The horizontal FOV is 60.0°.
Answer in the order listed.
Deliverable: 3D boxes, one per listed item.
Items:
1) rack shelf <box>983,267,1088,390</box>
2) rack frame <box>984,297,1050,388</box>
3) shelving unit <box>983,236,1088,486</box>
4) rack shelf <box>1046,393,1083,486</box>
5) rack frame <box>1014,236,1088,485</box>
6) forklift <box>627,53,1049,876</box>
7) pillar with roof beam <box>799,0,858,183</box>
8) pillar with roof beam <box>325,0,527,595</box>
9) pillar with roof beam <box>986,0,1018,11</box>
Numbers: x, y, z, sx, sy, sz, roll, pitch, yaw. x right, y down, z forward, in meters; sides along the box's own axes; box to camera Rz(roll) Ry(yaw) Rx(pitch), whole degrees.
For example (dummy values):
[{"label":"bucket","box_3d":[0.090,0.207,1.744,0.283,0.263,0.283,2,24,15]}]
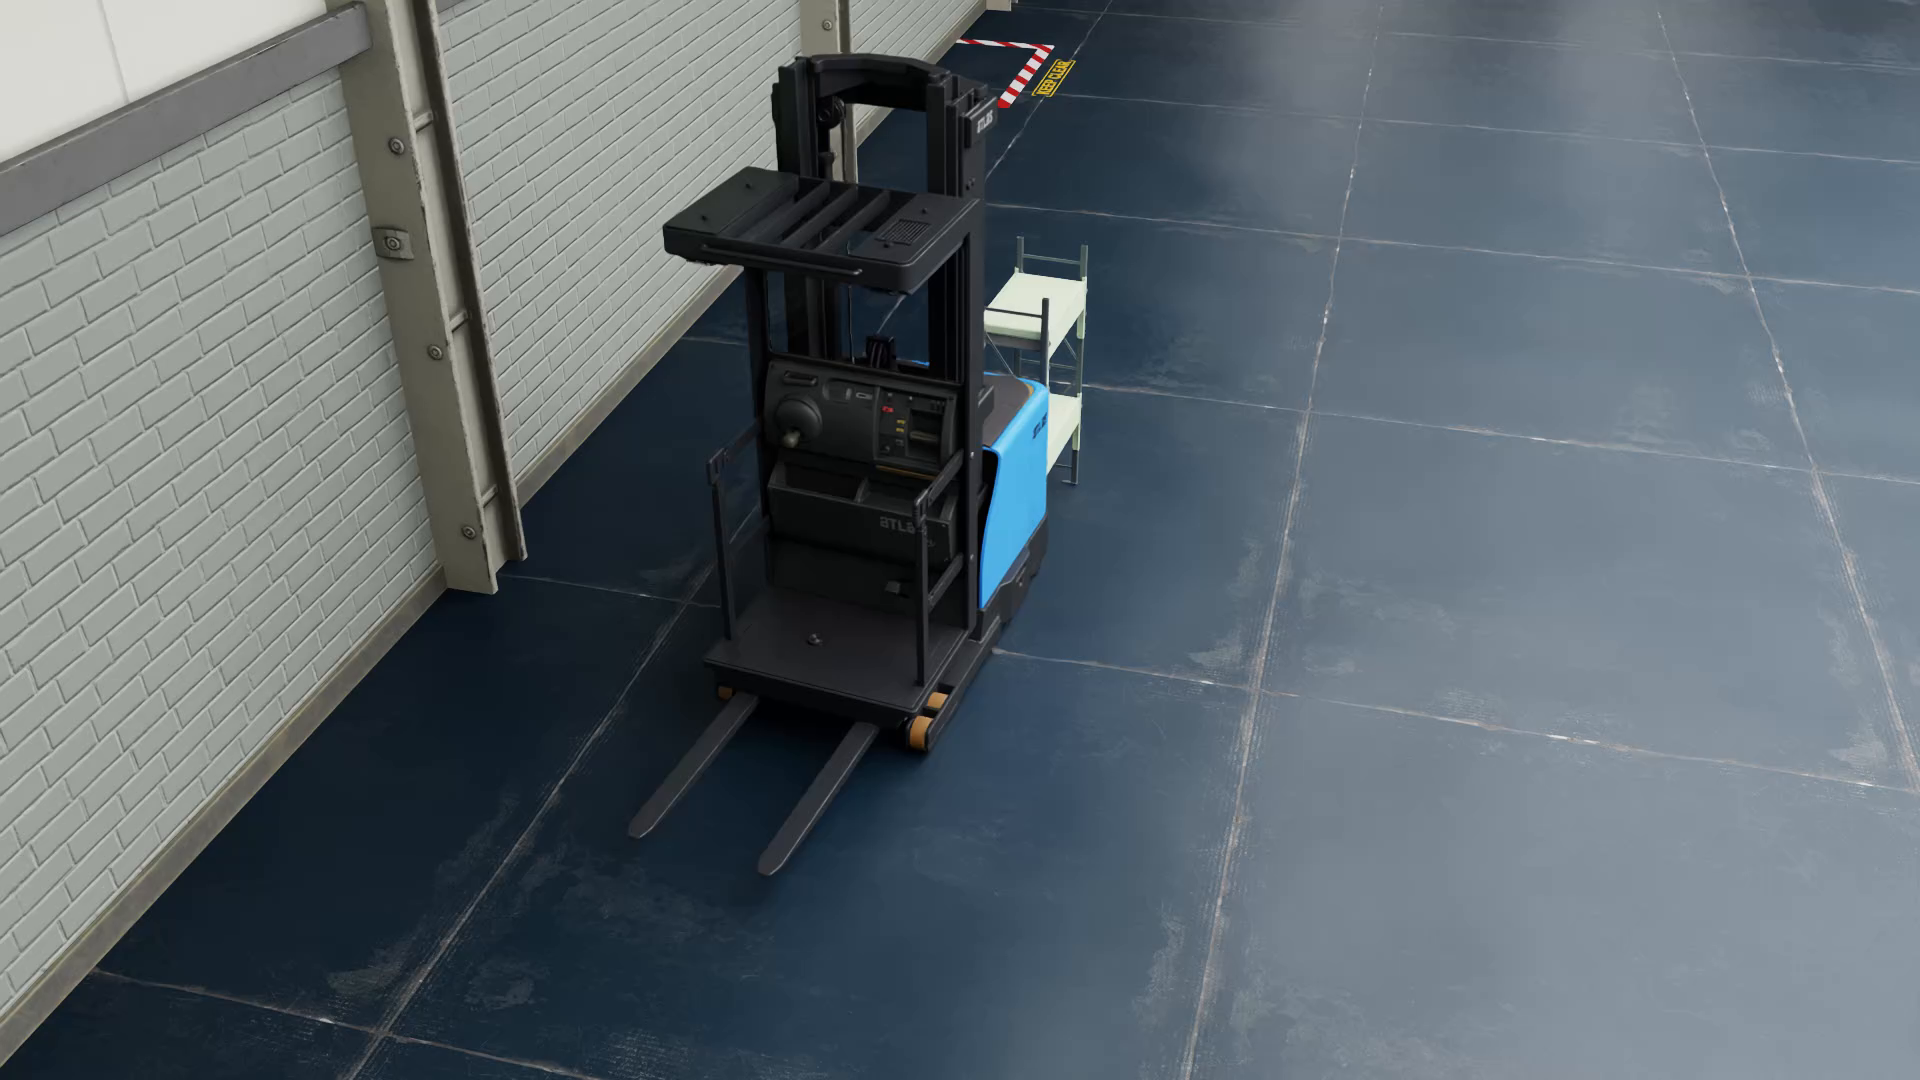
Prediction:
[{"label":"rack shelf","box_3d":[0.383,-1.142,8.992,0.431,0.370,0.720,11,34,16]},{"label":"rack frame","box_3d":[0.263,-0.628,8.909,0.400,1.500,0.023,11,34,16]},{"label":"shelving unit","box_3d":[0.383,-0.813,9.201,0.431,1.500,0.755,11,34,16]},{"label":"rack shelf","box_3d":[0.383,-0.538,9.376,0.431,0.370,0.720,11,34,16]},{"label":"rack frame","box_3d":[0.503,-0.999,9.493,0.400,1.500,0.023,11,34,16]},{"label":"forklift","box_3d":[-0.534,-0.505,7.383,1.130,2.935,3.031,12,34,18]},{"label":"pillar with roof beam","box_3d":[3.102,-6.157,10.618,9.100,9.000,0.400,8,33,12]},{"label":"pillar with roof beam","box_3d":[1.579,-3.044,5.720,9.100,9.000,0.400,8,33,12]},{"label":"pillar with roof beam","box_3d":[4.625,-9.271,15.515,9.100,9.000,0.400,8,33,12]}]
